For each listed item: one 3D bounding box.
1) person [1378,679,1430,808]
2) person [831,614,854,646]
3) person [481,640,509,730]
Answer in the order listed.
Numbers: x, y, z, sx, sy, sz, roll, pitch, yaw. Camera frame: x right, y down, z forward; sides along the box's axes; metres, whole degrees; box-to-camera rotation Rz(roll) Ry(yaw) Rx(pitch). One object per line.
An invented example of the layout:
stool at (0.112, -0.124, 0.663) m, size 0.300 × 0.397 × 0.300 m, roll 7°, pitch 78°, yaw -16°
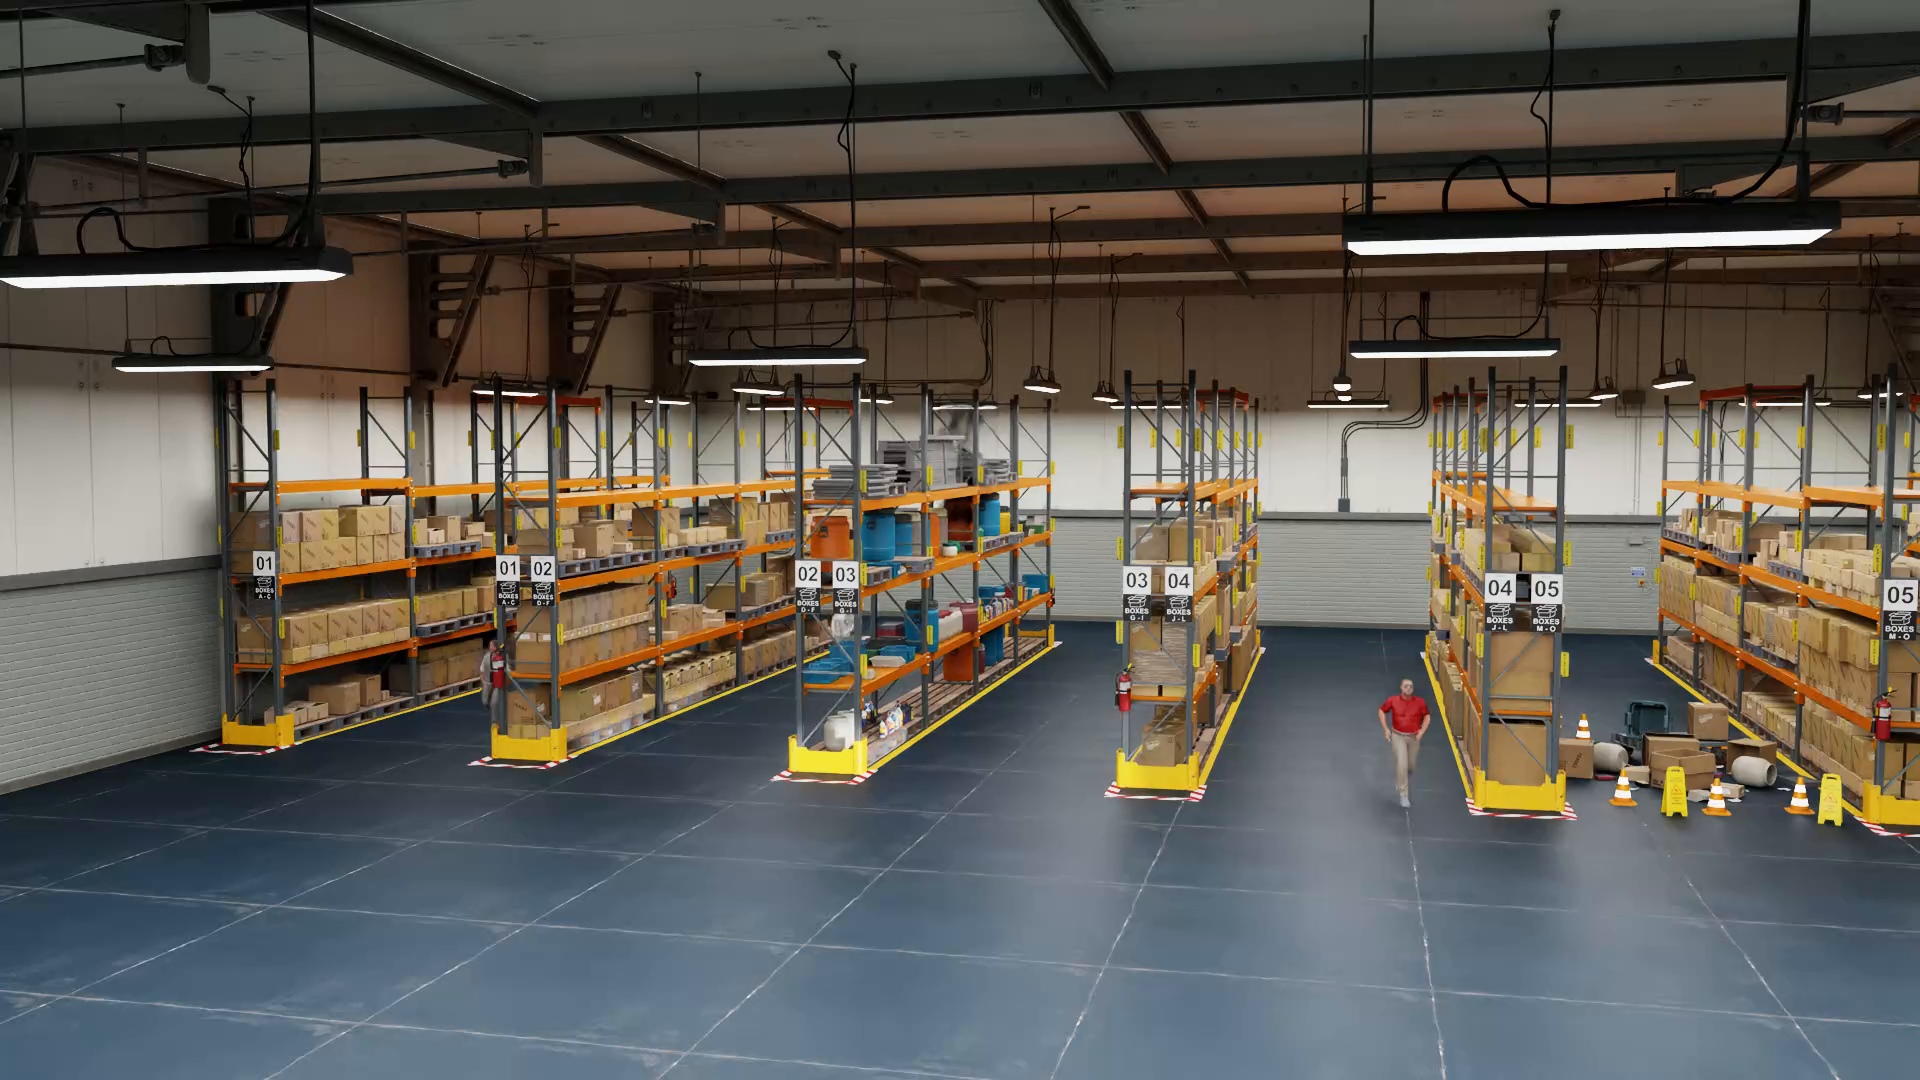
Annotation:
person at (6.167, 2.783, 23.054) m, size 0.681 × 1.749 × 0.897 m, roll 0°, pitch 3°, yaw 0°
person at (-2.252, 1.931, 32.576) m, size 0.635 × 1.756 × 0.674 m, roll 1°, pitch 4°, yaw 19°
person at (-8.082, 2.510, 28.851) m, size 0.542 × 1.546 × 0.570 m, roll 0°, pitch 3°, yaw 8°
